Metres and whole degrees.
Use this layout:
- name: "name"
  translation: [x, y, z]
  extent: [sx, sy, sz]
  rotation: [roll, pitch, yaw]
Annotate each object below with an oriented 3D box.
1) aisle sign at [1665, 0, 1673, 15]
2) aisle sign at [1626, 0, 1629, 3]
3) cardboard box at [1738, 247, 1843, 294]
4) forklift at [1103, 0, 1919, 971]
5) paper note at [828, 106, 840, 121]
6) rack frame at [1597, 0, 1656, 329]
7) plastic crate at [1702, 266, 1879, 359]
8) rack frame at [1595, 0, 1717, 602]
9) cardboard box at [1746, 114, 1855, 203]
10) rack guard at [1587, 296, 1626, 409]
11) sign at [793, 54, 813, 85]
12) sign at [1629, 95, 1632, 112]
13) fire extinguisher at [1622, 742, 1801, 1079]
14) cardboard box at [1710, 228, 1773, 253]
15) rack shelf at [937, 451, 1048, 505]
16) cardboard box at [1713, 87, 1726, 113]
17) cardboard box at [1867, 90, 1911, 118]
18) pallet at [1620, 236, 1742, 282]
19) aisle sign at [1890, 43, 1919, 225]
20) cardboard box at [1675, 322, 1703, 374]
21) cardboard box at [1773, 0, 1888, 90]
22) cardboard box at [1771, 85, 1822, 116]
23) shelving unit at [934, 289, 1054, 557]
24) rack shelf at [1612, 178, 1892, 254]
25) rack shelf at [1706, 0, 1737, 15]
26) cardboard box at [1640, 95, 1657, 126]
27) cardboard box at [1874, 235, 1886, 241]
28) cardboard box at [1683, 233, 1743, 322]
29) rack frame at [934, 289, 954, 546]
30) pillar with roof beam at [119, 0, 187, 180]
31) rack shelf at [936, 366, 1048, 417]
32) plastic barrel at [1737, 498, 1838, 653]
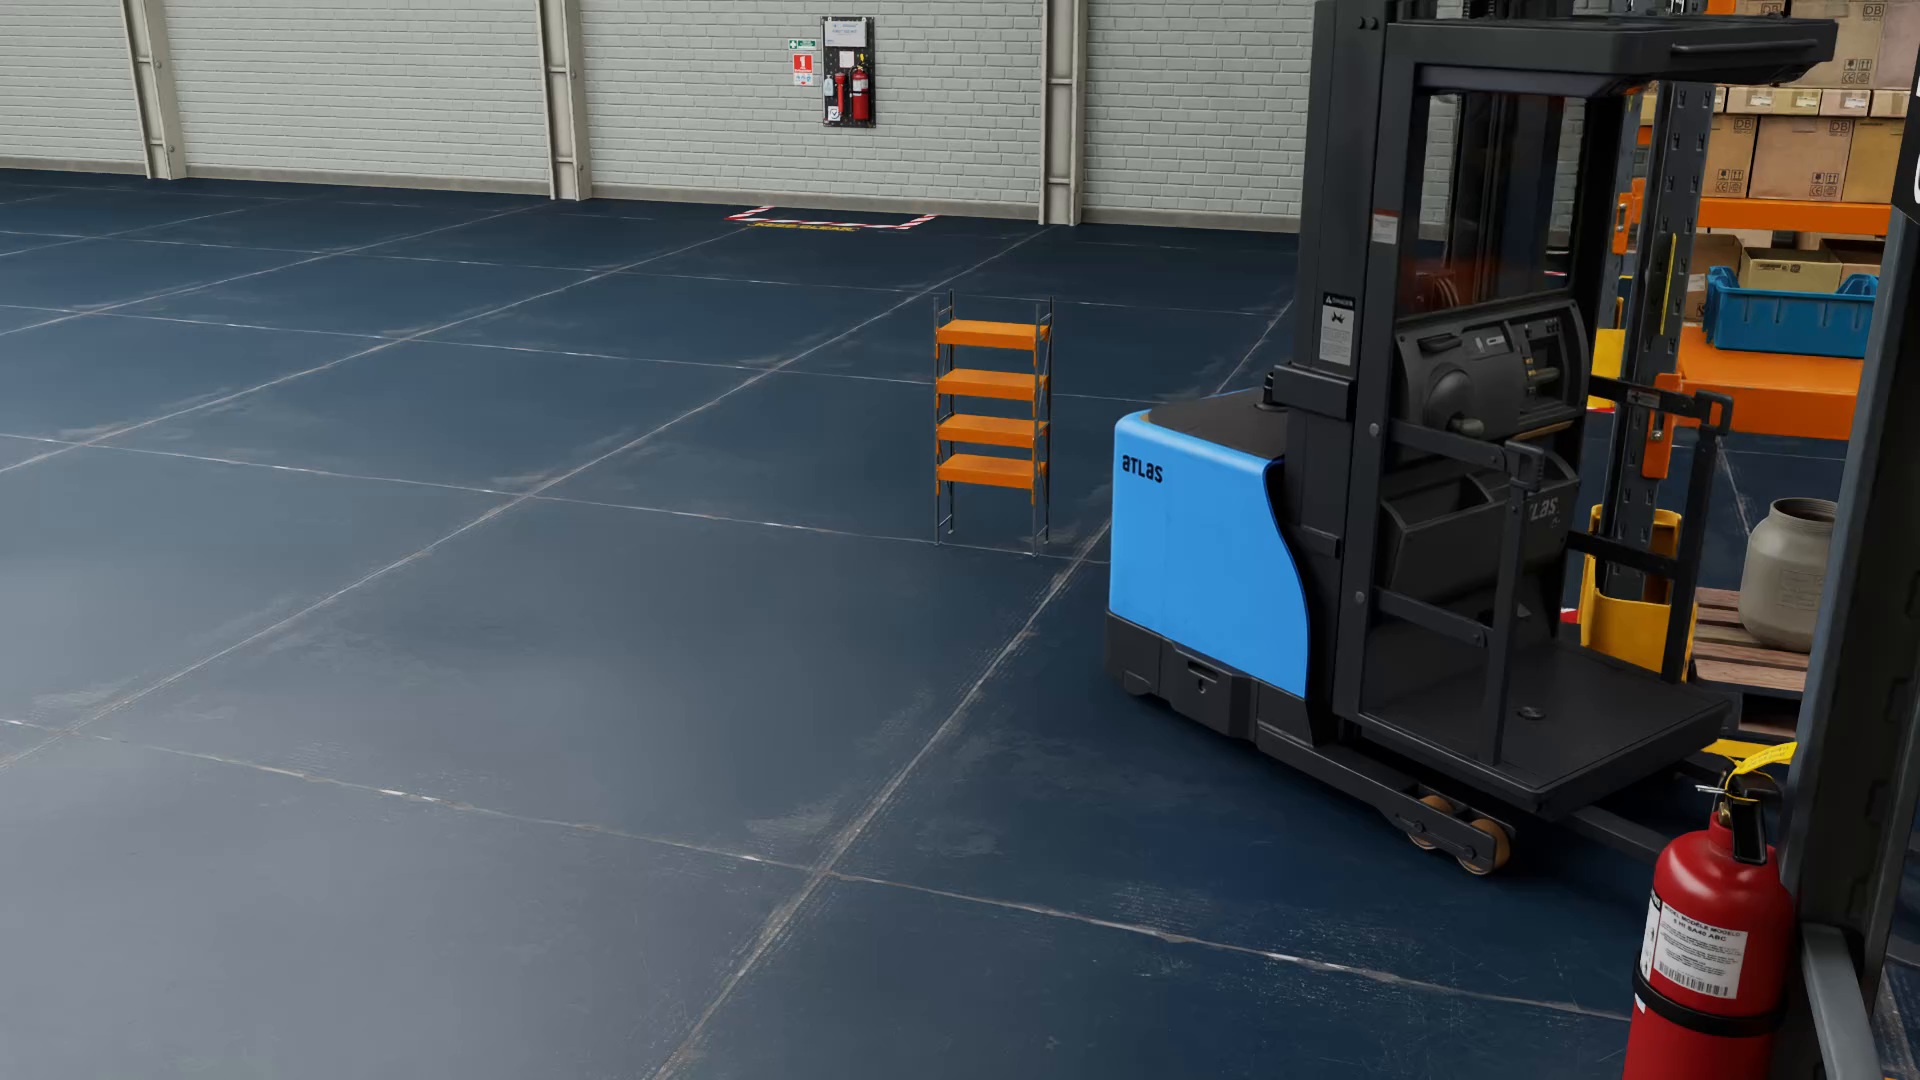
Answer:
- name: "aisle sign"
  translation: [2.575, -2.221, 5.942]
  extent: [0.004, 0.787, 0.394]
  rotation: [7, 20, 18]
- name: "aisle sign"
  translation: [4.209, -3.759, 10.354]
  extent: [0.004, 0.787, 0.394]
  rotation: [7, 20, 18]
- name: "cardboard box"
  translation: [5.082, -1.507, 10.242]
  extent: [0.500, 0.500, 0.500]
  rotation: [7, 20, 18]
- name: "forklift"
  translation: [1.840, -0.537, 5.163]
  extent: [1.130, 2.935, 3.031]
  rotation: [-14, 24, -34]
- name: "paper note"
  translation: [-1.392, -4.719, 18.394]
  extent: [0.142, 0.148, 0.016]
  rotation: [7, 20, 18]
- name: "rack frame"
  translation: [4.175, -2.433, 10.499]
  extent: [0.127, 3.000, 1.000]
  rotation: [7, 20, 18]
- name: "plastic crate"
  translation: [3.117, -0.862, 6.219]
  extent: [0.616, 0.251, 0.499]
  rotation: [7, 20, 18]
- name: "rack frame"
  translation: [2.546, -0.893, 6.082]
  extent: [0.127, 3.000, 1.000]
  rotation: [7, 20, 18]
- name: "cardboard box"
  translation: [5.109, -2.371, 10.168]
  extent: [0.500, 0.500, 0.700]
  rotation: [7, 20, 19]
- name: "rack guard"
  translation: [4.152, -1.255, 10.918]
  extent: [0.348, 0.500, 1.175]
  rotation: [7, 20, 18]
- name: "sign"
  translation: [-1.736, -5.203, 18.390]
  extent: [0.234, 0.329, 0.001]
  rotation: [7, 20, 18]
- name: "sign"
  translation: [3.987, -2.707, 9.851]
  extent: [0.005, 0.325, 0.100]
  rotation: [7, 20, 18]
- name: "fire extinguisher"
  translation: [0.964, 0.527, 2.124]
  extent: [0.183, 0.674, 0.296]
  rotation: [7, 20, 18]
- name: "cardboard box"
  translation: [6.960, -2.748, 14.818]
  extent: [0.500, 0.311, 0.500]
  rotation: [8, 21, 23]
- name: "rack shelf"
  translation: [0.156, -0.298, 7.915]
  extent: [0.480, 0.148, 0.258]
  rotation: [7, 20, 18]
- name: "cardboard box"
  translation: [4.475, -2.677, 10.062]
  extent: [0.250, 0.149, 0.380]
  rotation: [6, 20, 18]
- name: "cardboard box"
  translation: [5.451, -2.566, 9.744]
  extent: [0.250, 0.149, 0.380]
  rotation: [6, 20, 16]
- name: "pallet"
  translation: [6.625, -2.550, 15.071]
  extent: [1.213, 0.211, 1.003]
  rotation: [7, 20, 18]
- name: "aisle sign"
  translation: [0.961, -0.681, 1.523]
  extent: [0.004, 0.787, 0.394]
  rotation: [7, 20, 18]
- name: "cardboard box"
  translation: [4.609, -1.206, 10.518]
  extent: [0.500, 0.250, 0.500]
  rotation: [7, 20, 18]
- name: "cardboard box"
  translation: [5.160, -2.978, 9.939]
  extent: [0.500, 0.500, 0.700]
  rotation: [6, 20, 17]
- name: "cardboard box"
  translation: [4.961, -2.622, 9.905]
  extent: [0.250, 0.149, 0.380]
  rotation: [7, 20, 18]
- name: "shelving unit"
  translation: [0.156, -0.549, 7.827]
  extent: [0.503, 1.200, 0.258]
  rotation: [7, 20, 18]
- name: "rack shelf"
  translation: [6.064, -1.877, 9.998]
  extent: [4.000, 0.370, 1.077]
  rotation: [7, 20, 18]
- name: "rack shelf"
  translation: [4.435, -1.754, 5.087]
  extent: [4.000, 0.370, 1.077]
  rotation: [7, 20, 18]
- name: "cardboard box"
  translation: [6.154, -3.761, 14.506]
  extent: [0.500, 0.250, 0.500]
  rotation: [6, 20, 16]
- name: "cardboard box"
  translation: [8.071, -2.582, 14.590]
  extent: [0.250, 0.149, 0.380]
  rotation: [5, 20, 14]
- name: "cardboard box"
  translation: [4.779, -1.722, 10.859]
  extent: [0.500, 0.500, 0.500]
  rotation: [7, 20, 18]
- name: "rack frame"
  translation: [-0.074, -0.575, 7.903]
  extent: [0.015, 1.200, 0.240]
  rotation: [7, 20, 18]
- name: "pillar with roof beam"
  translation: [-11.674, -7.606, 16.224]
  extent: [0.400, 9.000, 9.100]
  rotation: [7, 20, 18]
- name: "rack shelf"
  translation: [0.156, -0.696, 7.776]
  extent: [0.480, 0.148, 0.258]
  rotation: [7, 20, 18]
- name: "plastic barrel"
  translation: [3.193, 0.130, 6.287]
  extent: [0.421, 0.512, 0.421]
  rotation: [0, 19, 0]
